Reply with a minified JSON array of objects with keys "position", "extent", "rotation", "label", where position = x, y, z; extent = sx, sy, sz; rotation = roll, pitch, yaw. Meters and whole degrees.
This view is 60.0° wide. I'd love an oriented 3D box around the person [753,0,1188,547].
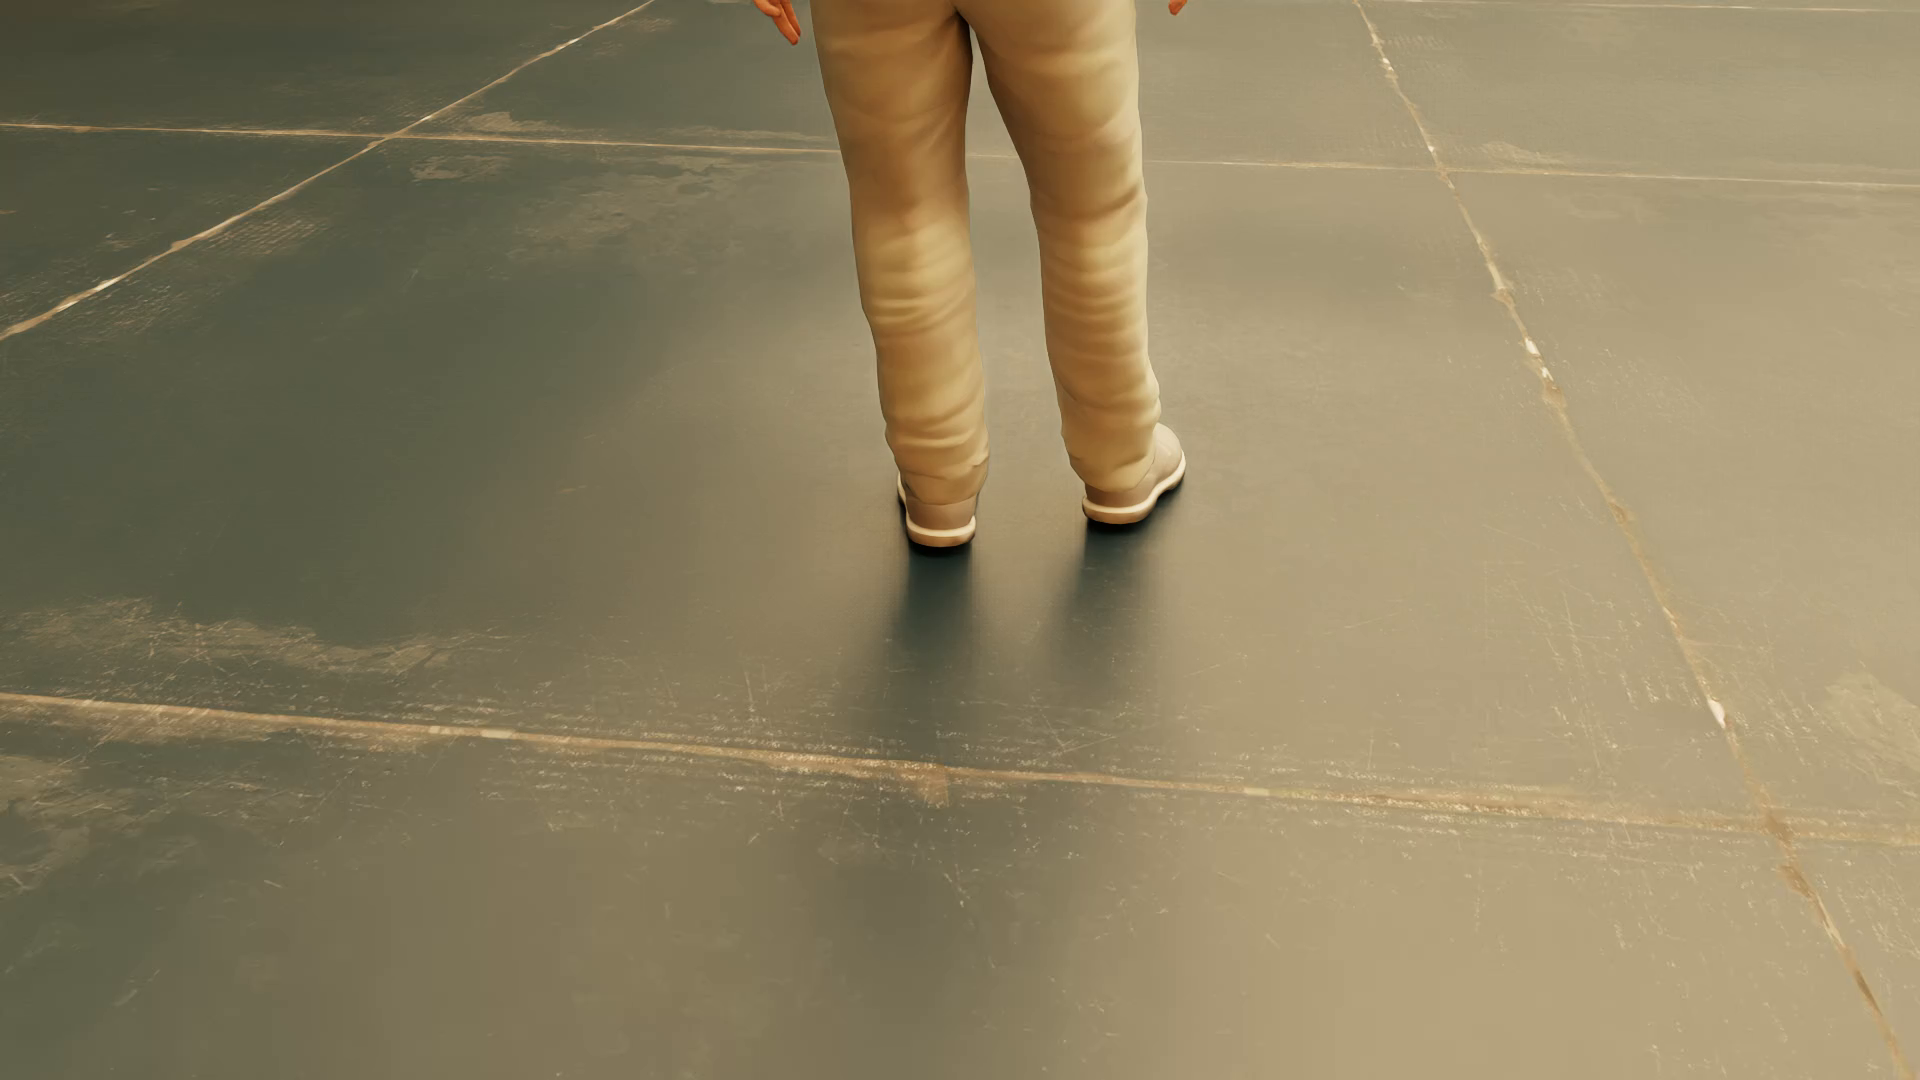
[{"position":[0.022,-0.837,2.166],"extent":[0.640,1.781,0.575],"rotation":[3,27,7],"label":"person"}]
